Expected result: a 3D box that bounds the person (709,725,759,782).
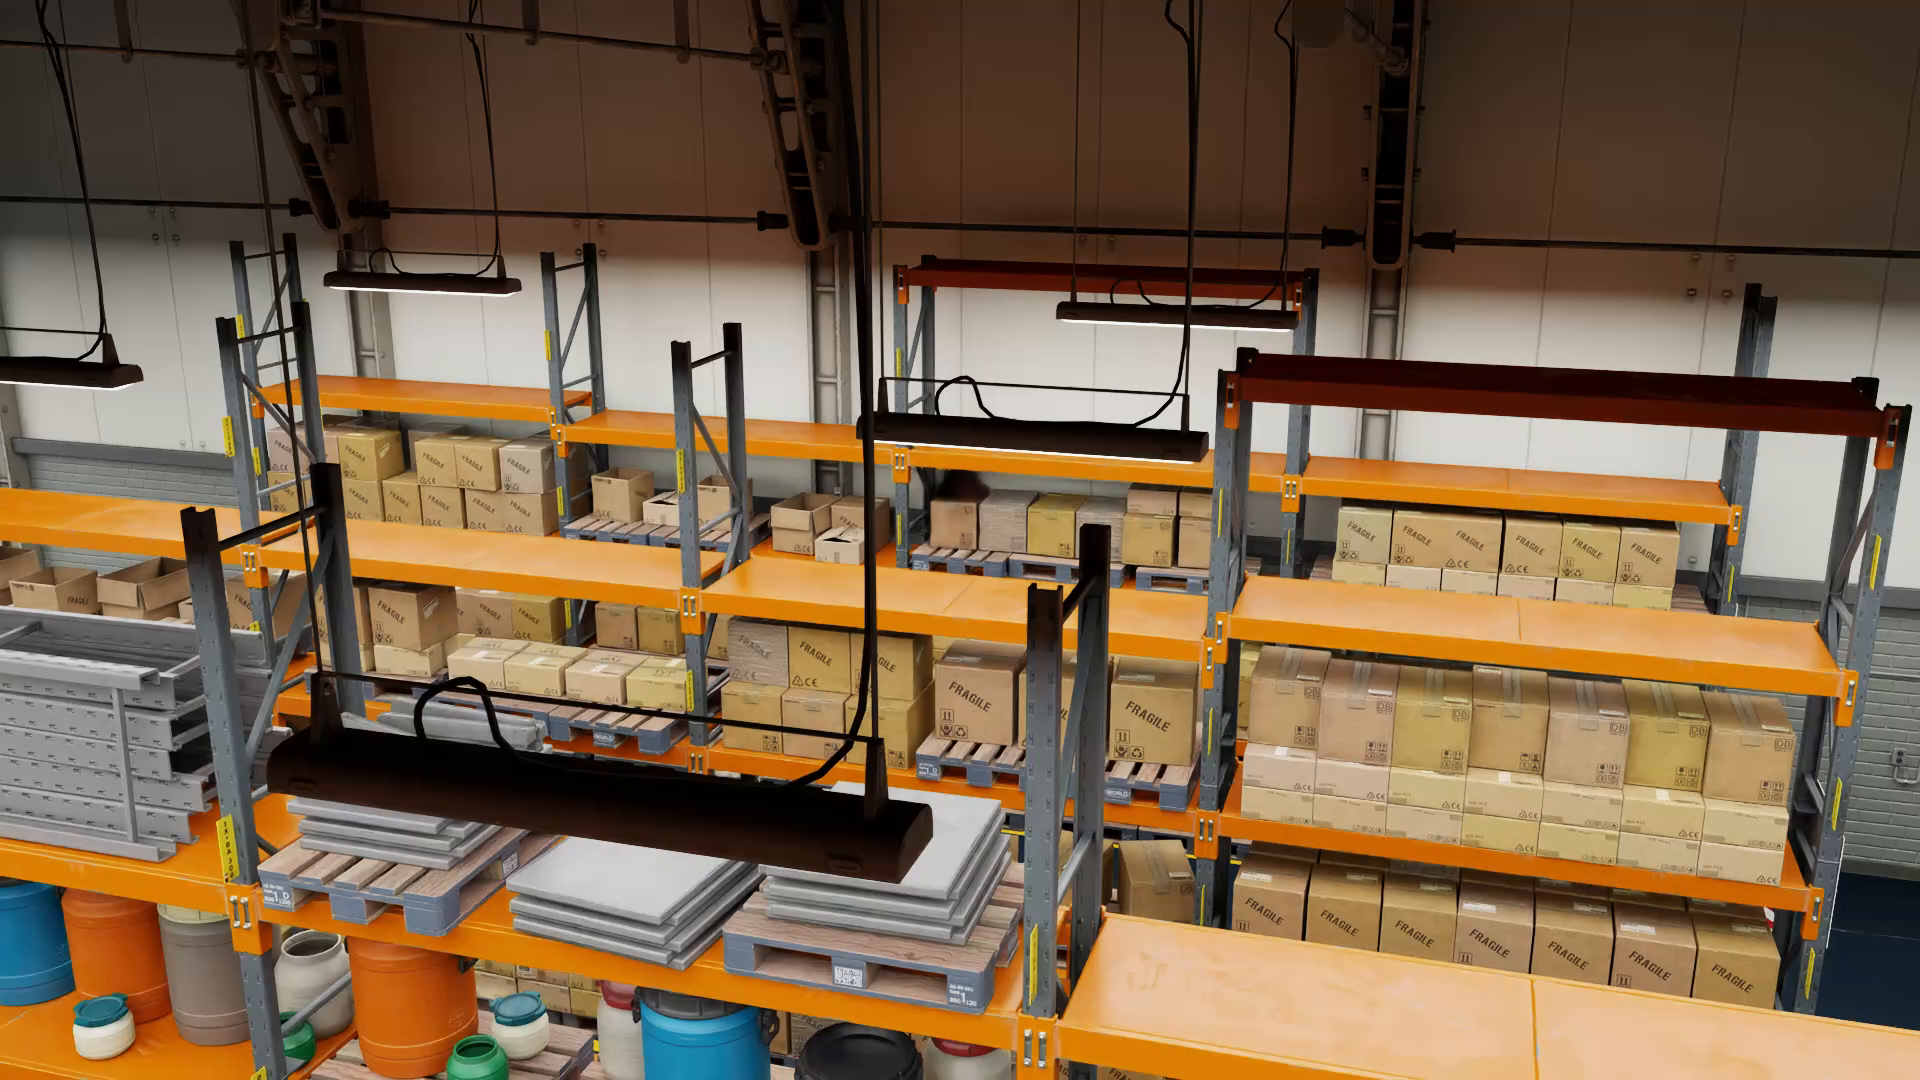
[{"bbox_3d":[-2.297,2.405,16.765,0.525,1.701,0.408,0,16,1],"label":"person"}]
